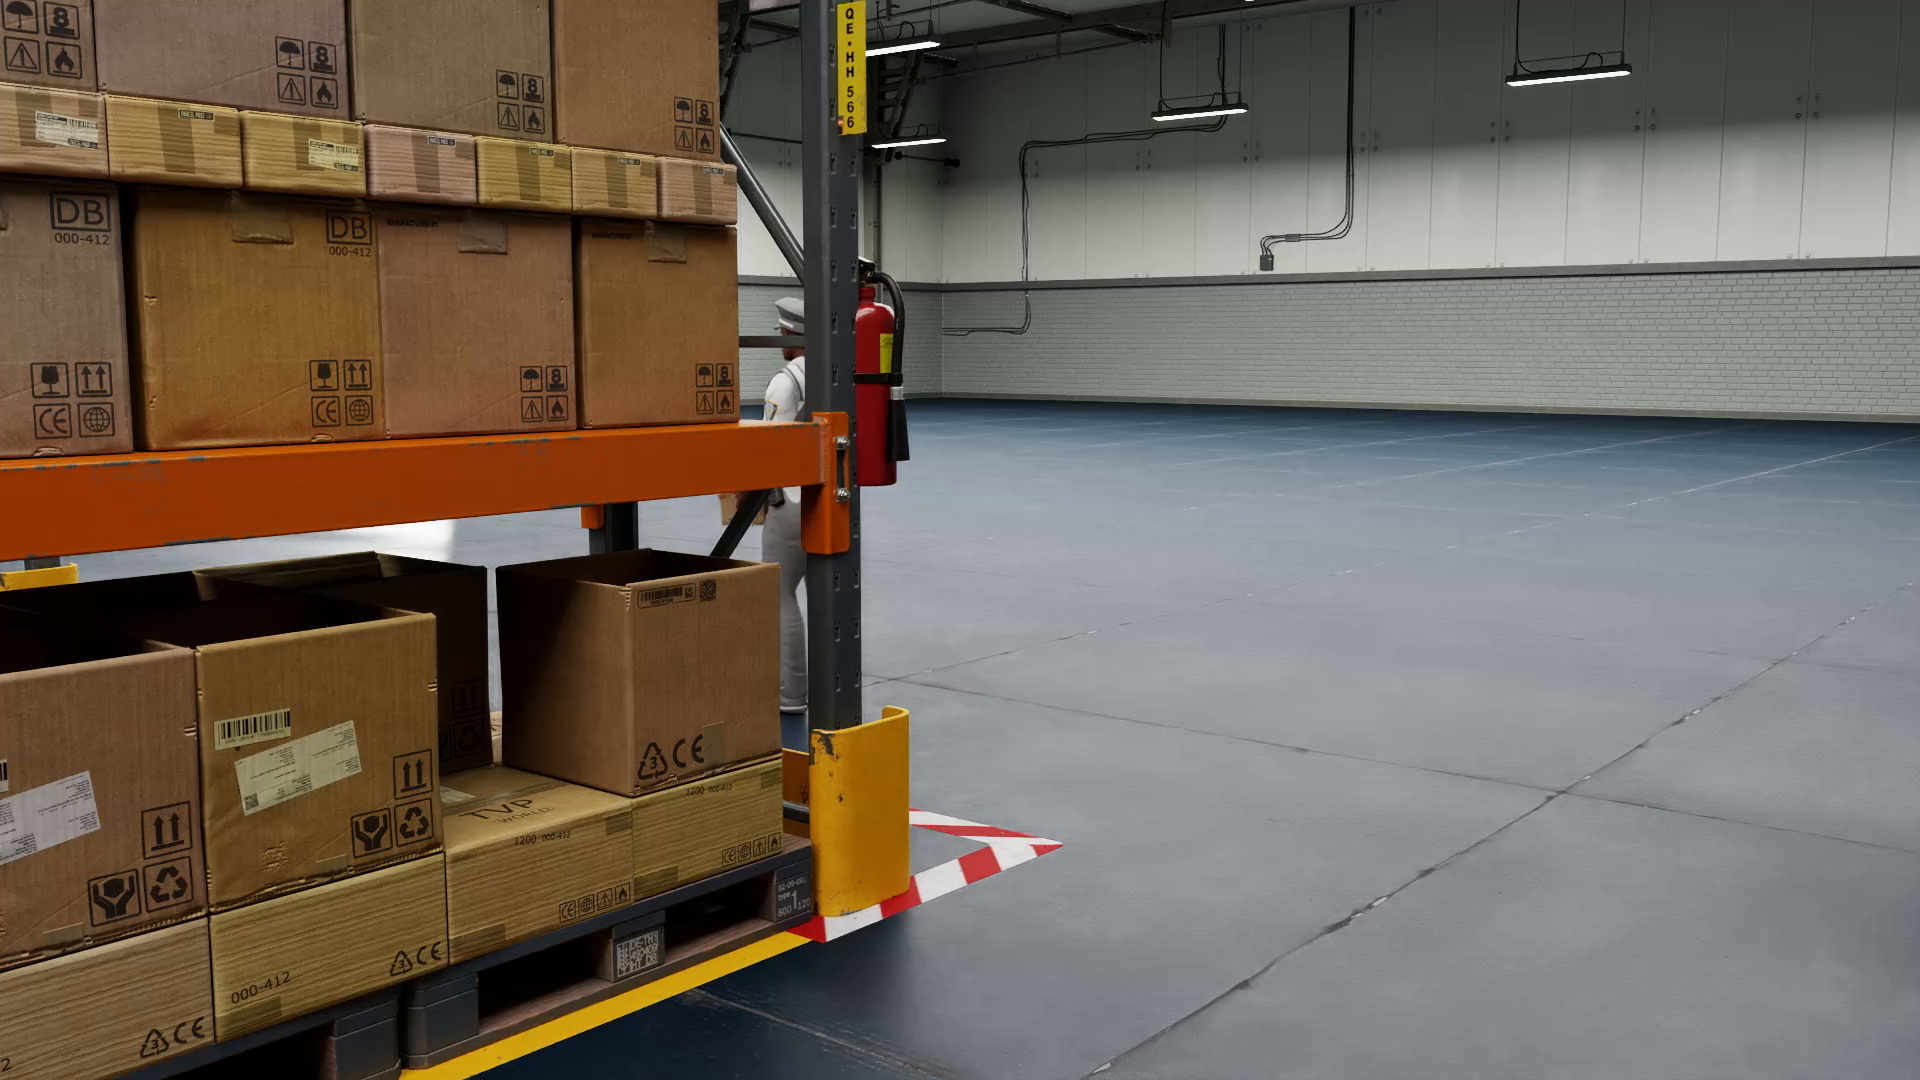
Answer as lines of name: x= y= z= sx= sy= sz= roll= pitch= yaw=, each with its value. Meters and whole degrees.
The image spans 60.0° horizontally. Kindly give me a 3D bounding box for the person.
person: x=-0.668 y=-0.141 z=6.803 sx=0.465 sy=1.689 sz=0.474 roll=5 pitch=9 yaw=38
